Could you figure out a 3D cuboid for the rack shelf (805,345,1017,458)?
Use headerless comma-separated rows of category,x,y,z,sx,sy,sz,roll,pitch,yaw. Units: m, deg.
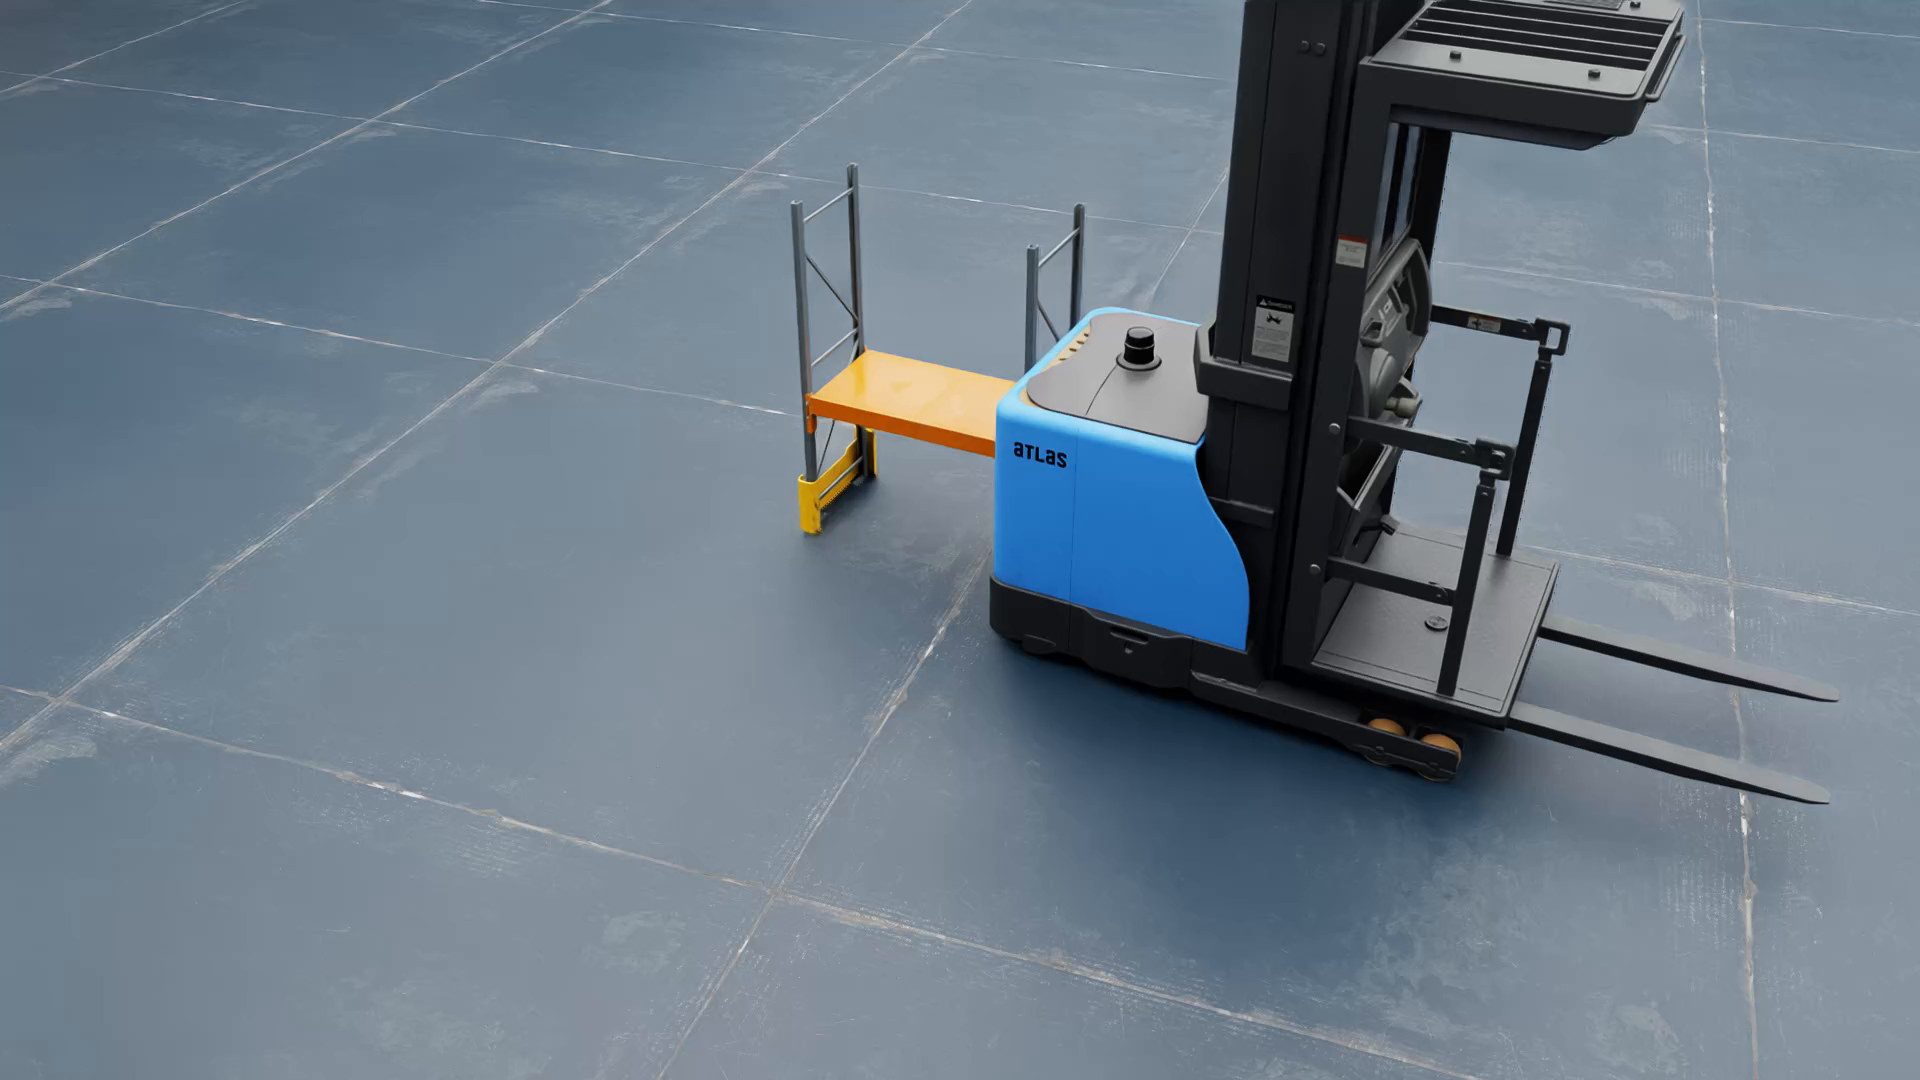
rack shelf,-0.087,-0.541,7.037,1.000,0.185,0.538,15,36,21

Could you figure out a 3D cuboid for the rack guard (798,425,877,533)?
rack guard,-0.544,-0.287,7.464,0.087,0.250,0.587,15,36,21

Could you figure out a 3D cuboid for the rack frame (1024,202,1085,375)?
rack frame,0.371,-0.573,6.754,0.032,1.500,0.500,15,36,21

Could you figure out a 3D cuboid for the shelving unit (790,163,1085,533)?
shelving unit,-0.096,-0.694,6.943,1.083,1.500,0.587,15,36,21

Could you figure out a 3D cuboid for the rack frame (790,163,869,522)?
rack frame,-0.545,-0.812,7.125,0.032,1.500,0.500,15,36,21

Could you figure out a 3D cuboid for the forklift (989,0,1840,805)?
forklift,1.668,-0.703,5.637,3.031,2.935,1.130,15,36,22
